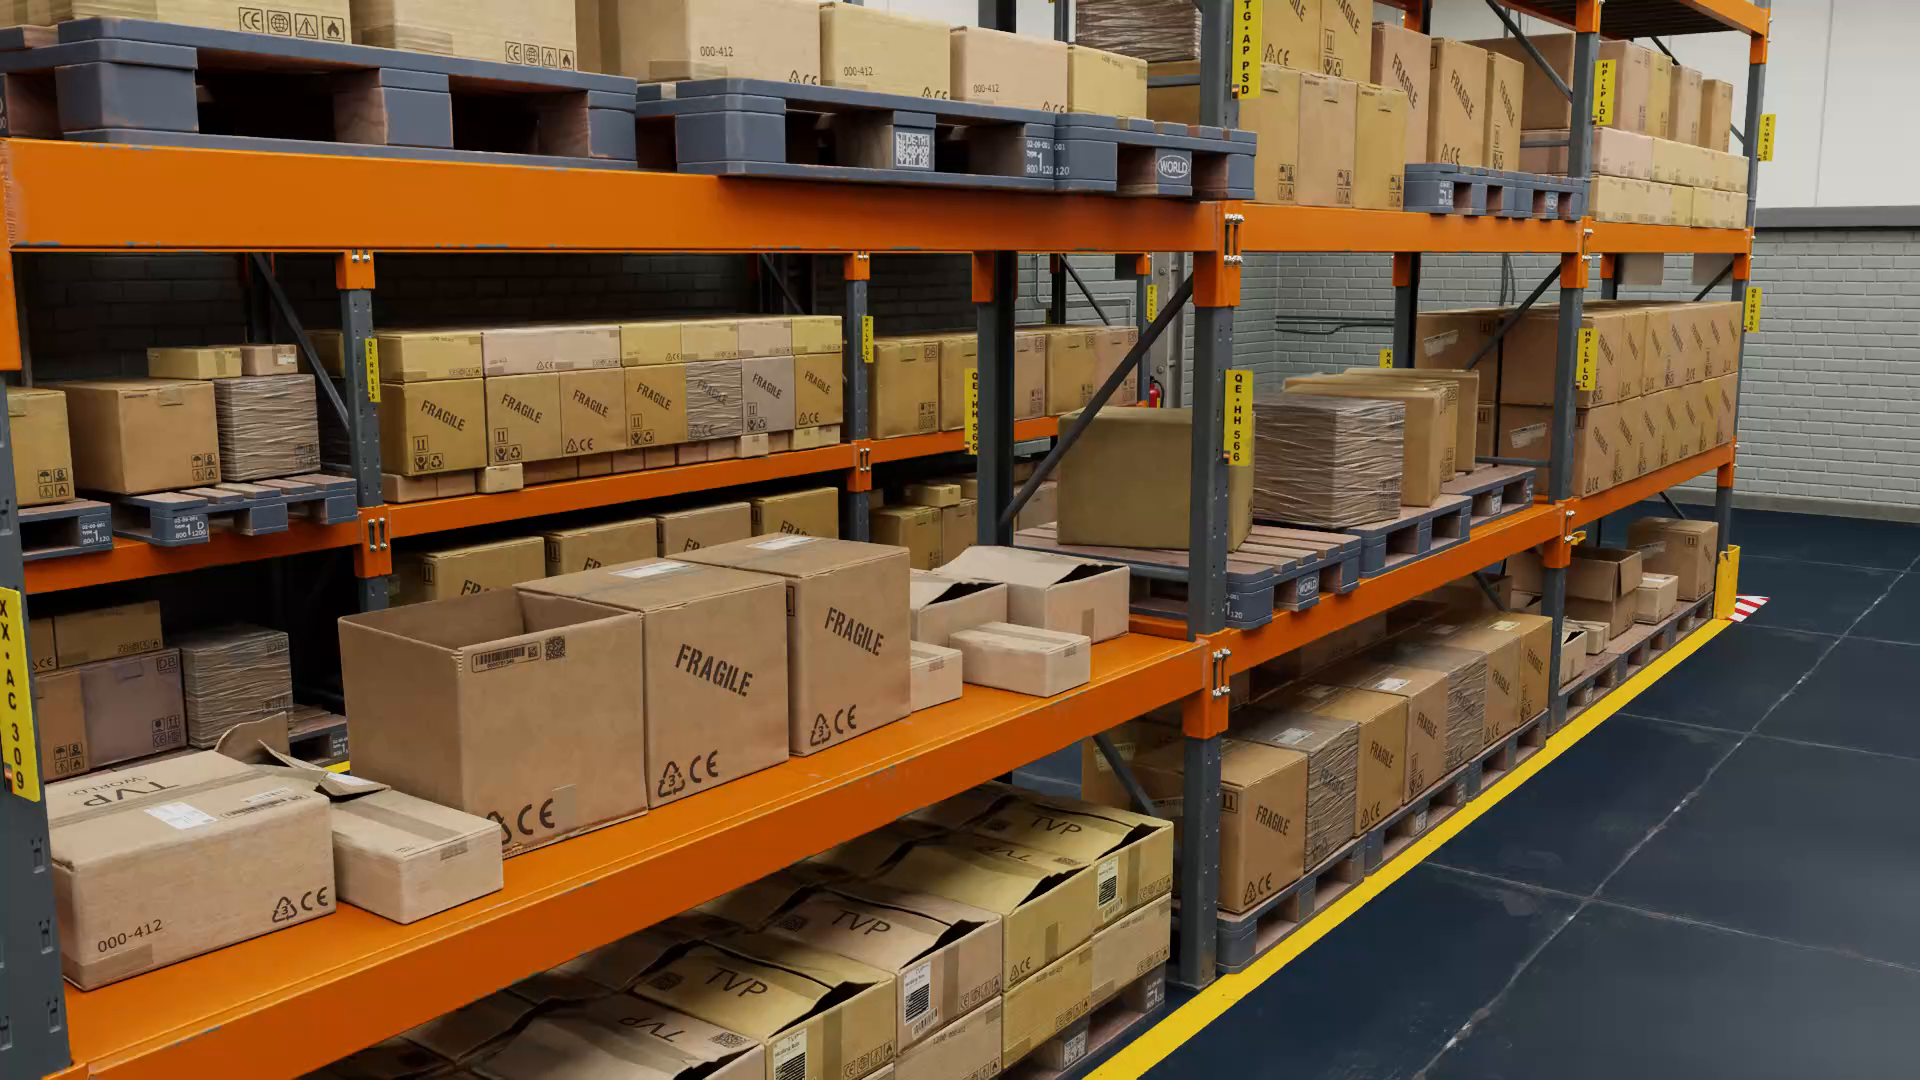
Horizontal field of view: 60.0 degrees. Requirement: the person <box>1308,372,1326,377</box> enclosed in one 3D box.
[{"bbox_3d":[2.737,-0.420,12.736,0.967,1.731,0.558,-5,11,-29],"label":"person"}]
